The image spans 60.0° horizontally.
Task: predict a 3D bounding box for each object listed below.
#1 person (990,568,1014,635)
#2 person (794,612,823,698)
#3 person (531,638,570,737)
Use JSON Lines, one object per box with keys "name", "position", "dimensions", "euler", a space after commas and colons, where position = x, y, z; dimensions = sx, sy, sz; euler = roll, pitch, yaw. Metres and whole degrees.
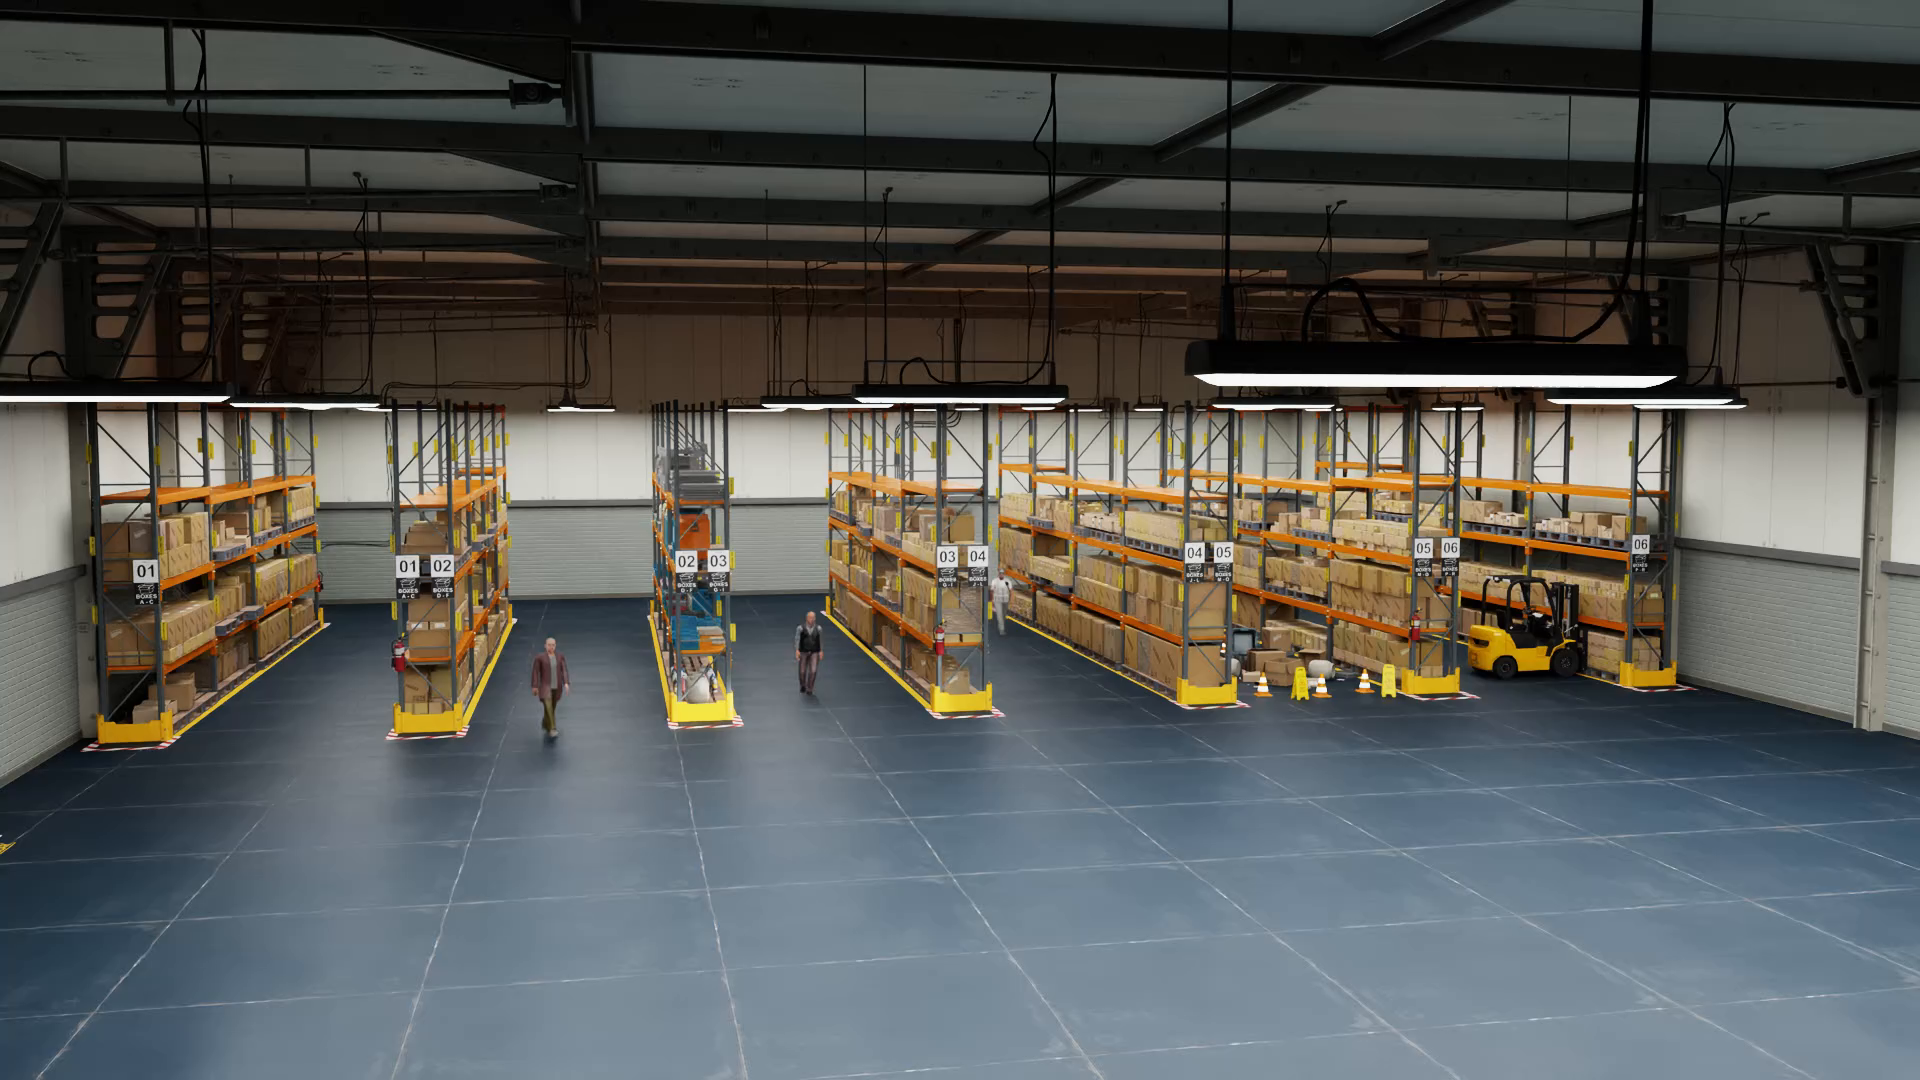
{"name": "person", "position": [1.108, 1.575, 43.425], "dimensions": [0.561, 1.708, 1.067], "euler": [-1, 4, -14]}
{"name": "person", "position": [-3.077, 2.340, 33.957], "dimensions": [0.608, 1.741, 0.657], "euler": [-1, 4, -15]}
{"name": "person", "position": [-7.228, 2.655, 29.522], "dimensions": [0.600, 1.634, 1.086], "euler": [-4, 6, -42]}
